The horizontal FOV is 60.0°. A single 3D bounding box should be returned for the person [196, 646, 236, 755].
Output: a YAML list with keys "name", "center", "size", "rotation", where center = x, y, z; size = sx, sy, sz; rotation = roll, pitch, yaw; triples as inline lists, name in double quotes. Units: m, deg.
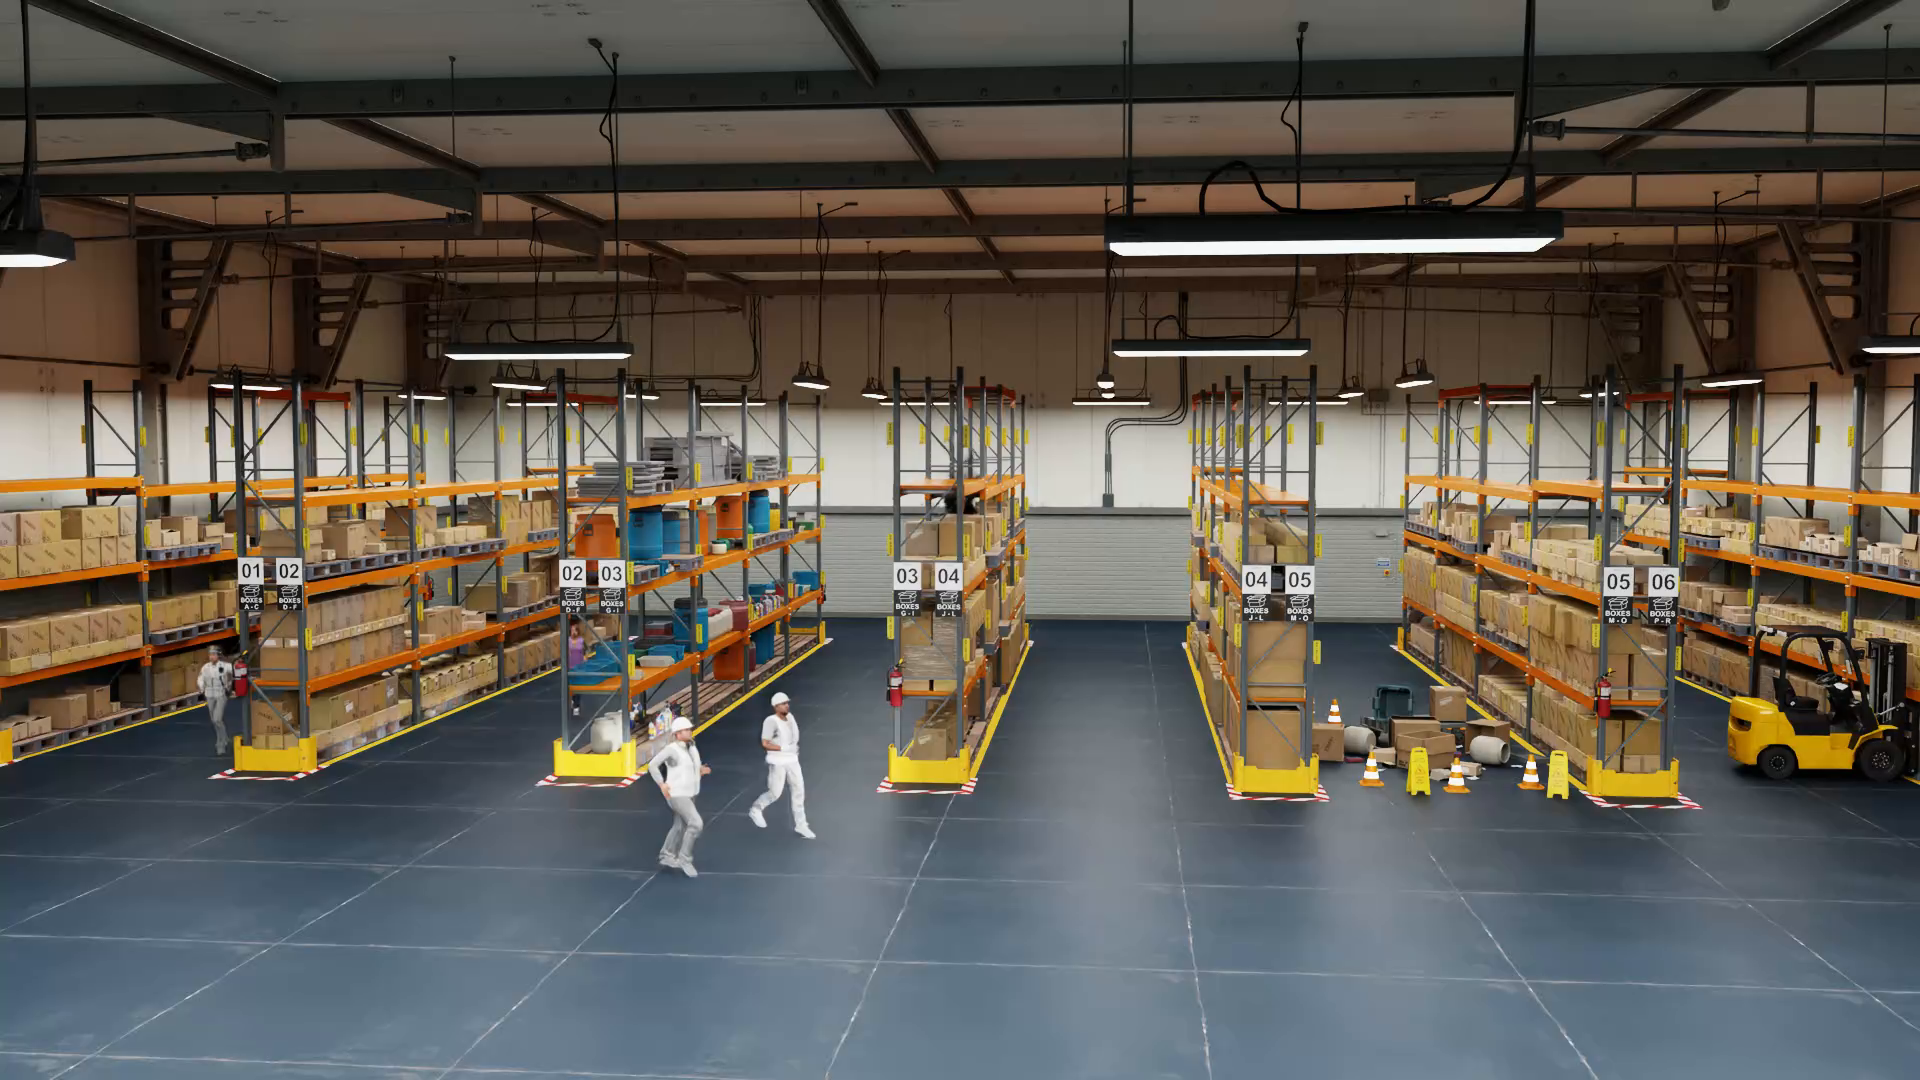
- name: "person"
  center: [-11.760, 2.539, 26.358]
  size: [0.632, 1.764, 0.721]
  rotation: [0, 4, 5]

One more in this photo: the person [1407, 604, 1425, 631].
- name: "person"
  center: [11.141, 1.676, 40.415]
  size: [0.762, 1.620, 0.812]
  rotation: [3, 4, 36]

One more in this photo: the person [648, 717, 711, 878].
- name: "person"
  center: [-3.163, 2.936, 19.032]
  size: [0.699, 1.815, 0.638]
  rotation: [1, 4, 20]

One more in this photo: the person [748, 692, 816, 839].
- name: "person"
  center: [-2.238, 2.805, 20.843]
  size: [0.976, 1.801, 0.690]
  rotation: [2, 4, 34]

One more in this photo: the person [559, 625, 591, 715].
- name: "person"
  center: [-6.931, 2.360, 29.948]
  size: [0.545, 1.485, 0.873]
  rotation: [-1, 4, -9]
